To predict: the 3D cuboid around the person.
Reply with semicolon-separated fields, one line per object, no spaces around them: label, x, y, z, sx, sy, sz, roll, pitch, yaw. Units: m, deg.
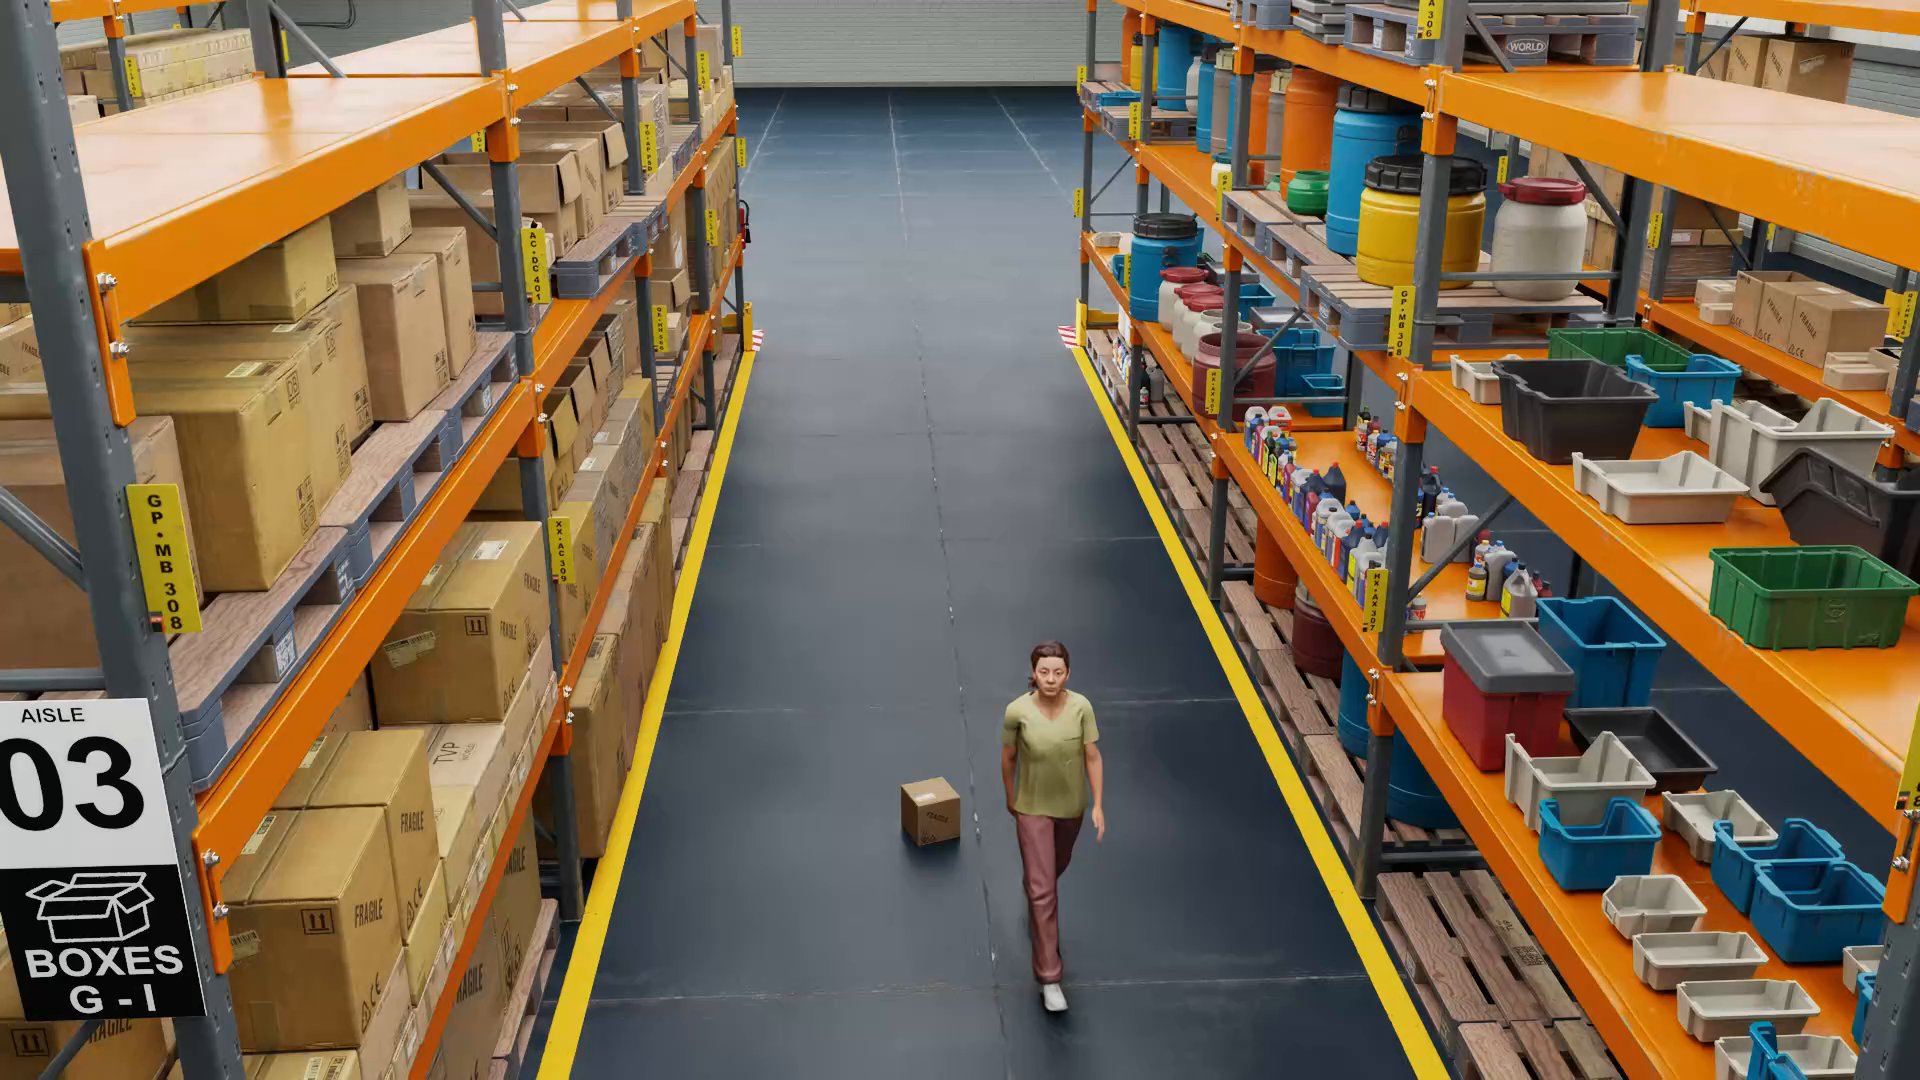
person;0.442;1.245;7.742;0.450;1.618;1.026;-5;21;-13
